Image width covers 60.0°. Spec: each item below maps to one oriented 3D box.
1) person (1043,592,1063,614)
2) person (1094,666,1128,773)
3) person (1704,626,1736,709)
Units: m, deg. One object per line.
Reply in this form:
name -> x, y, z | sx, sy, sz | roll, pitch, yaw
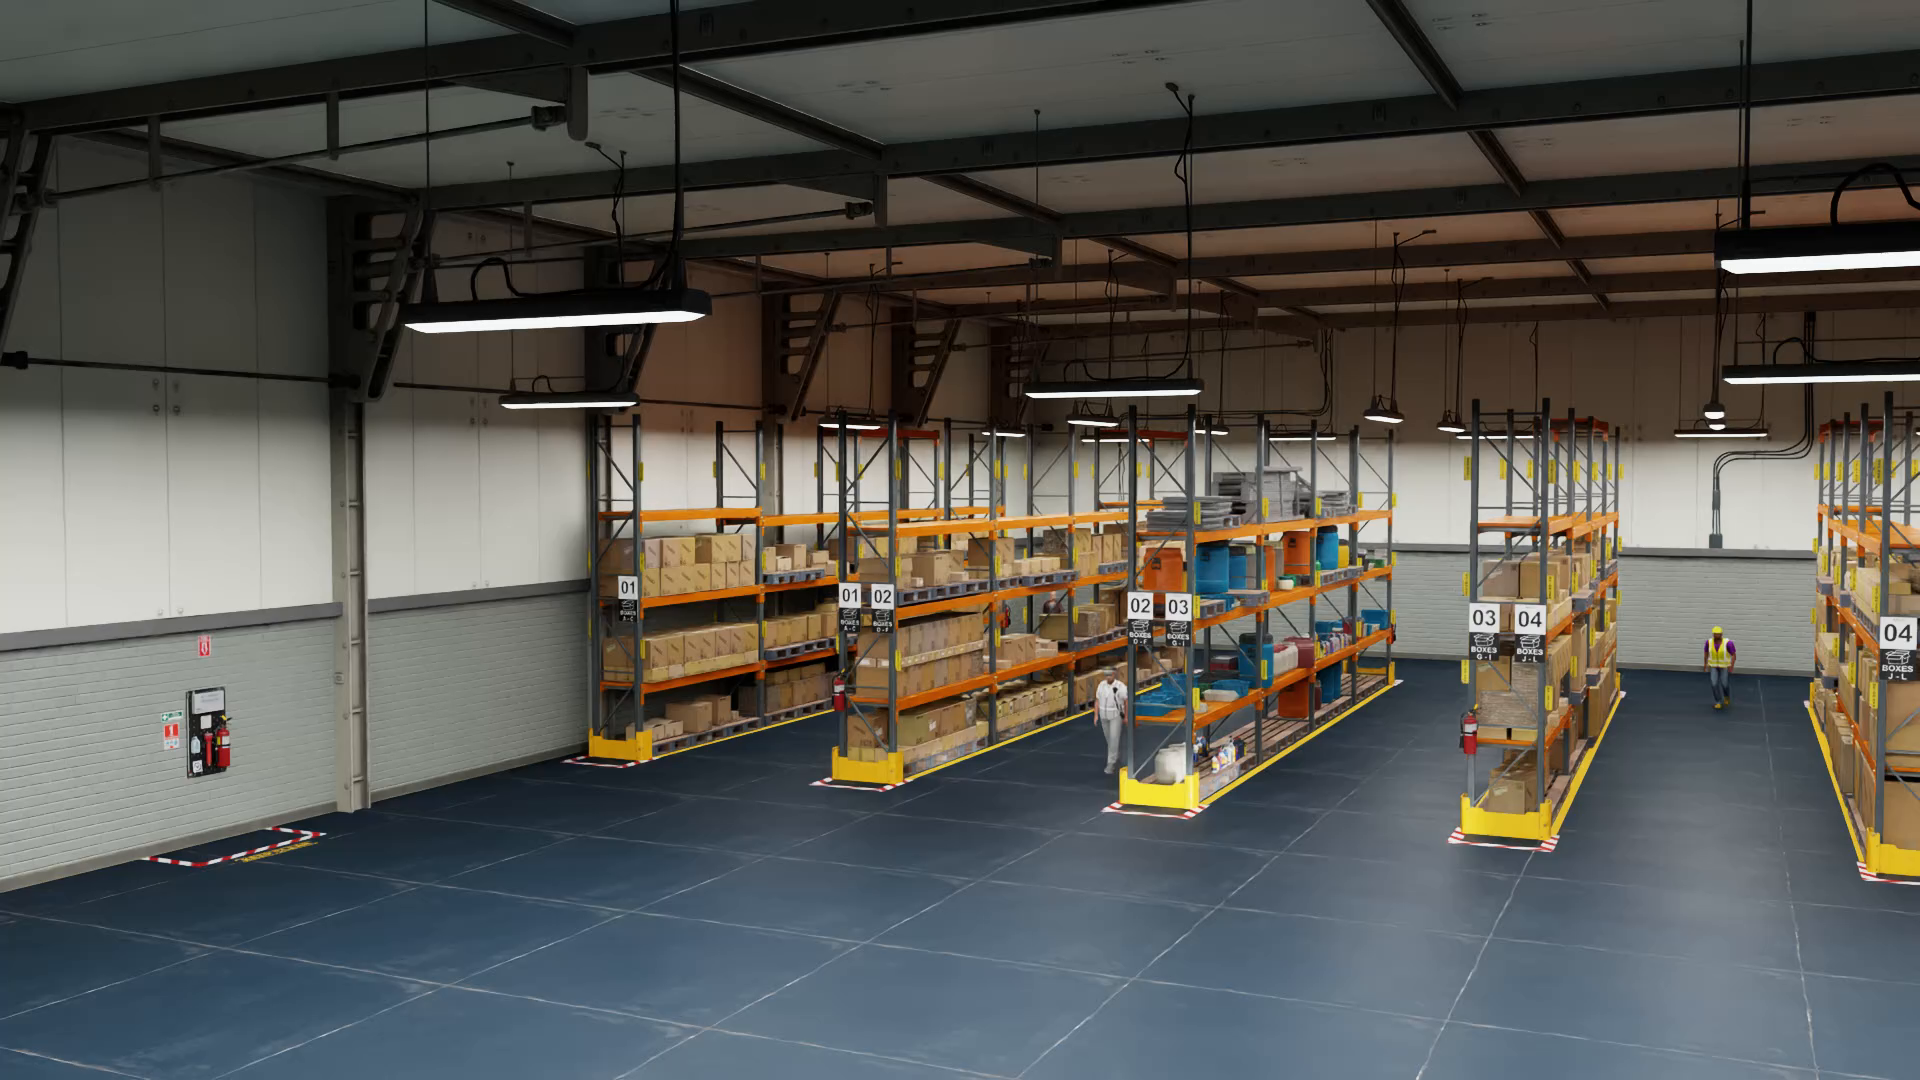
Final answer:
person -> 2.525, 2.264, 45.130 | 0.604, 1.725, 1.160 | 0, 2, 10
person -> 2.502, 2.968, 27.891 | 0.553, 1.718, 0.919 | 2, 3, 36
person -> 16.114, 2.686, 35.252 | 0.636, 1.740, 0.677 | 2, 3, 35
